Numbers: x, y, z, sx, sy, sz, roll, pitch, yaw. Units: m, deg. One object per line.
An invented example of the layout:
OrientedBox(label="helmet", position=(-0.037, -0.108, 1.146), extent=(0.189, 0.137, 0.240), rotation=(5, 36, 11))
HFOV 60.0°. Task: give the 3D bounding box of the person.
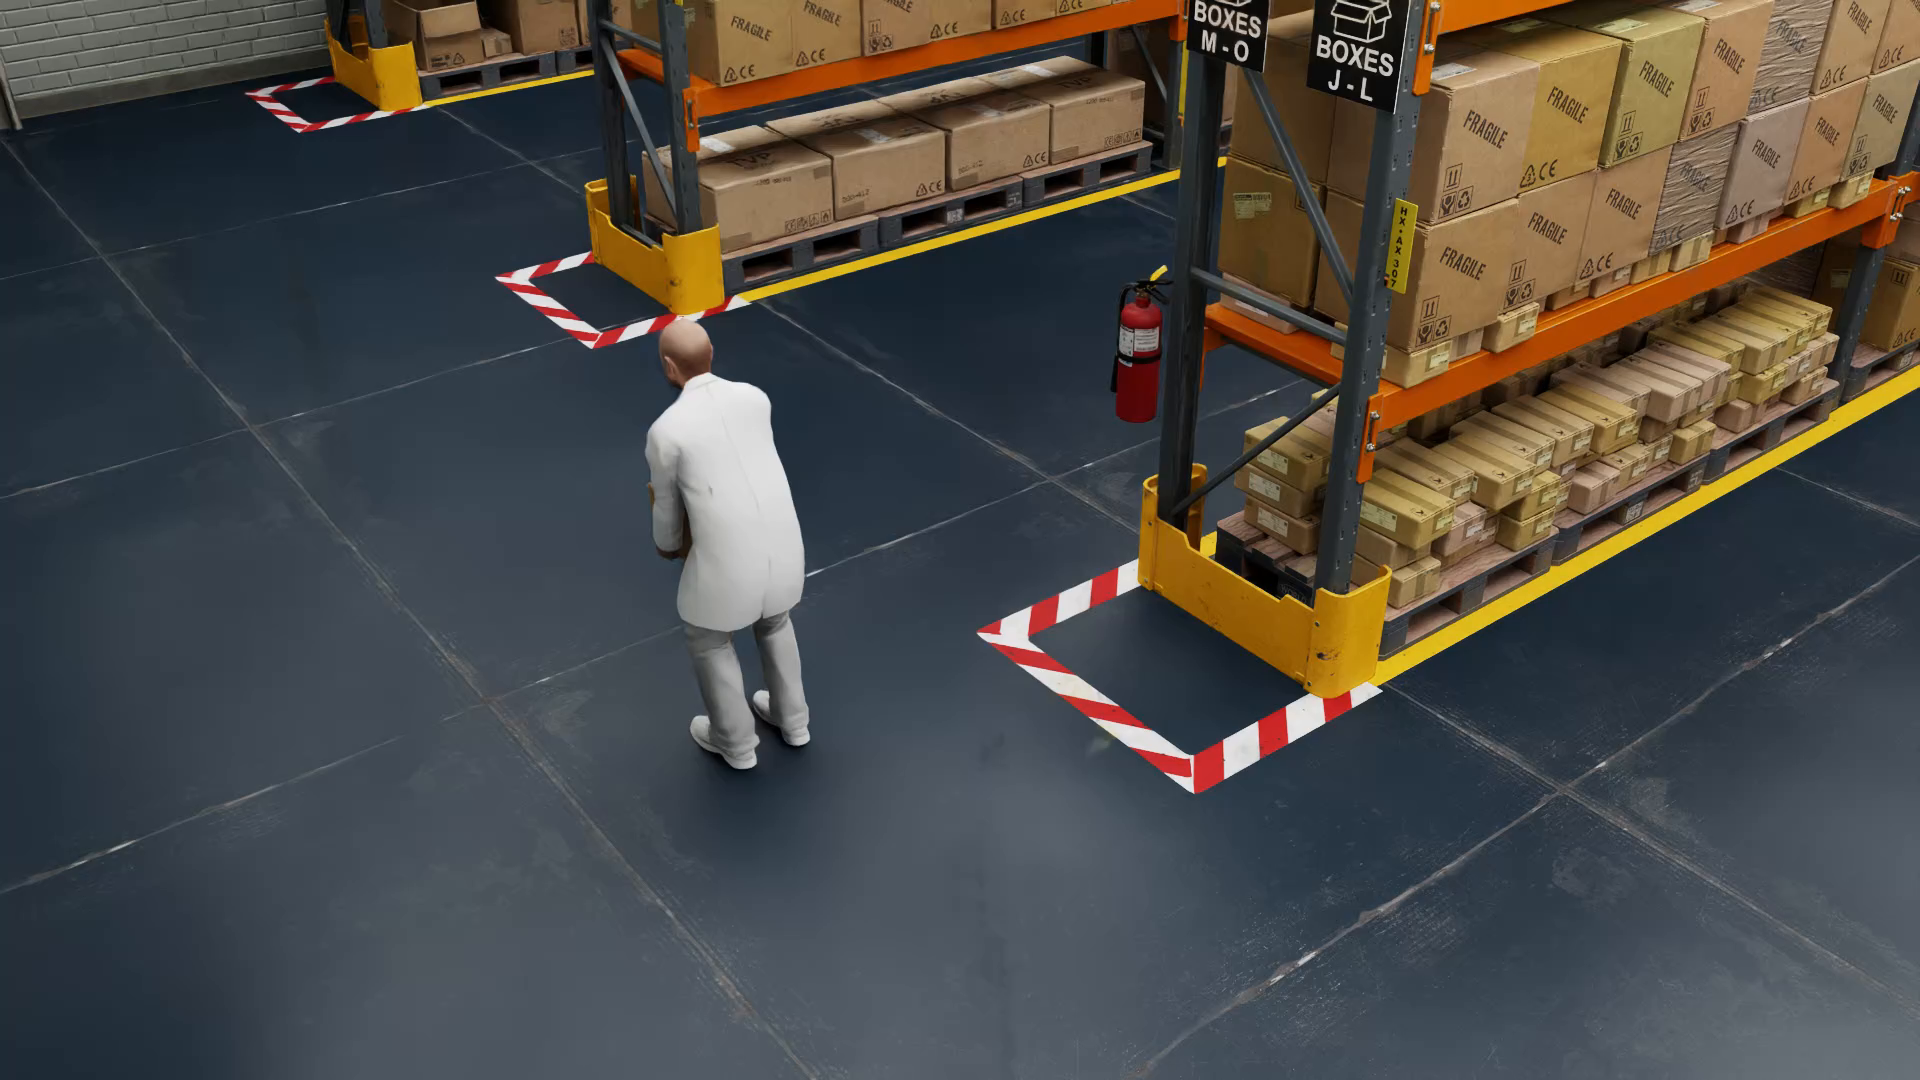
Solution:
OrientedBox(label="person", position=(-0.871, 0.012, 6.193), extent=(0.541, 1.720, 0.618), rotation=(-23, 38, -32))
